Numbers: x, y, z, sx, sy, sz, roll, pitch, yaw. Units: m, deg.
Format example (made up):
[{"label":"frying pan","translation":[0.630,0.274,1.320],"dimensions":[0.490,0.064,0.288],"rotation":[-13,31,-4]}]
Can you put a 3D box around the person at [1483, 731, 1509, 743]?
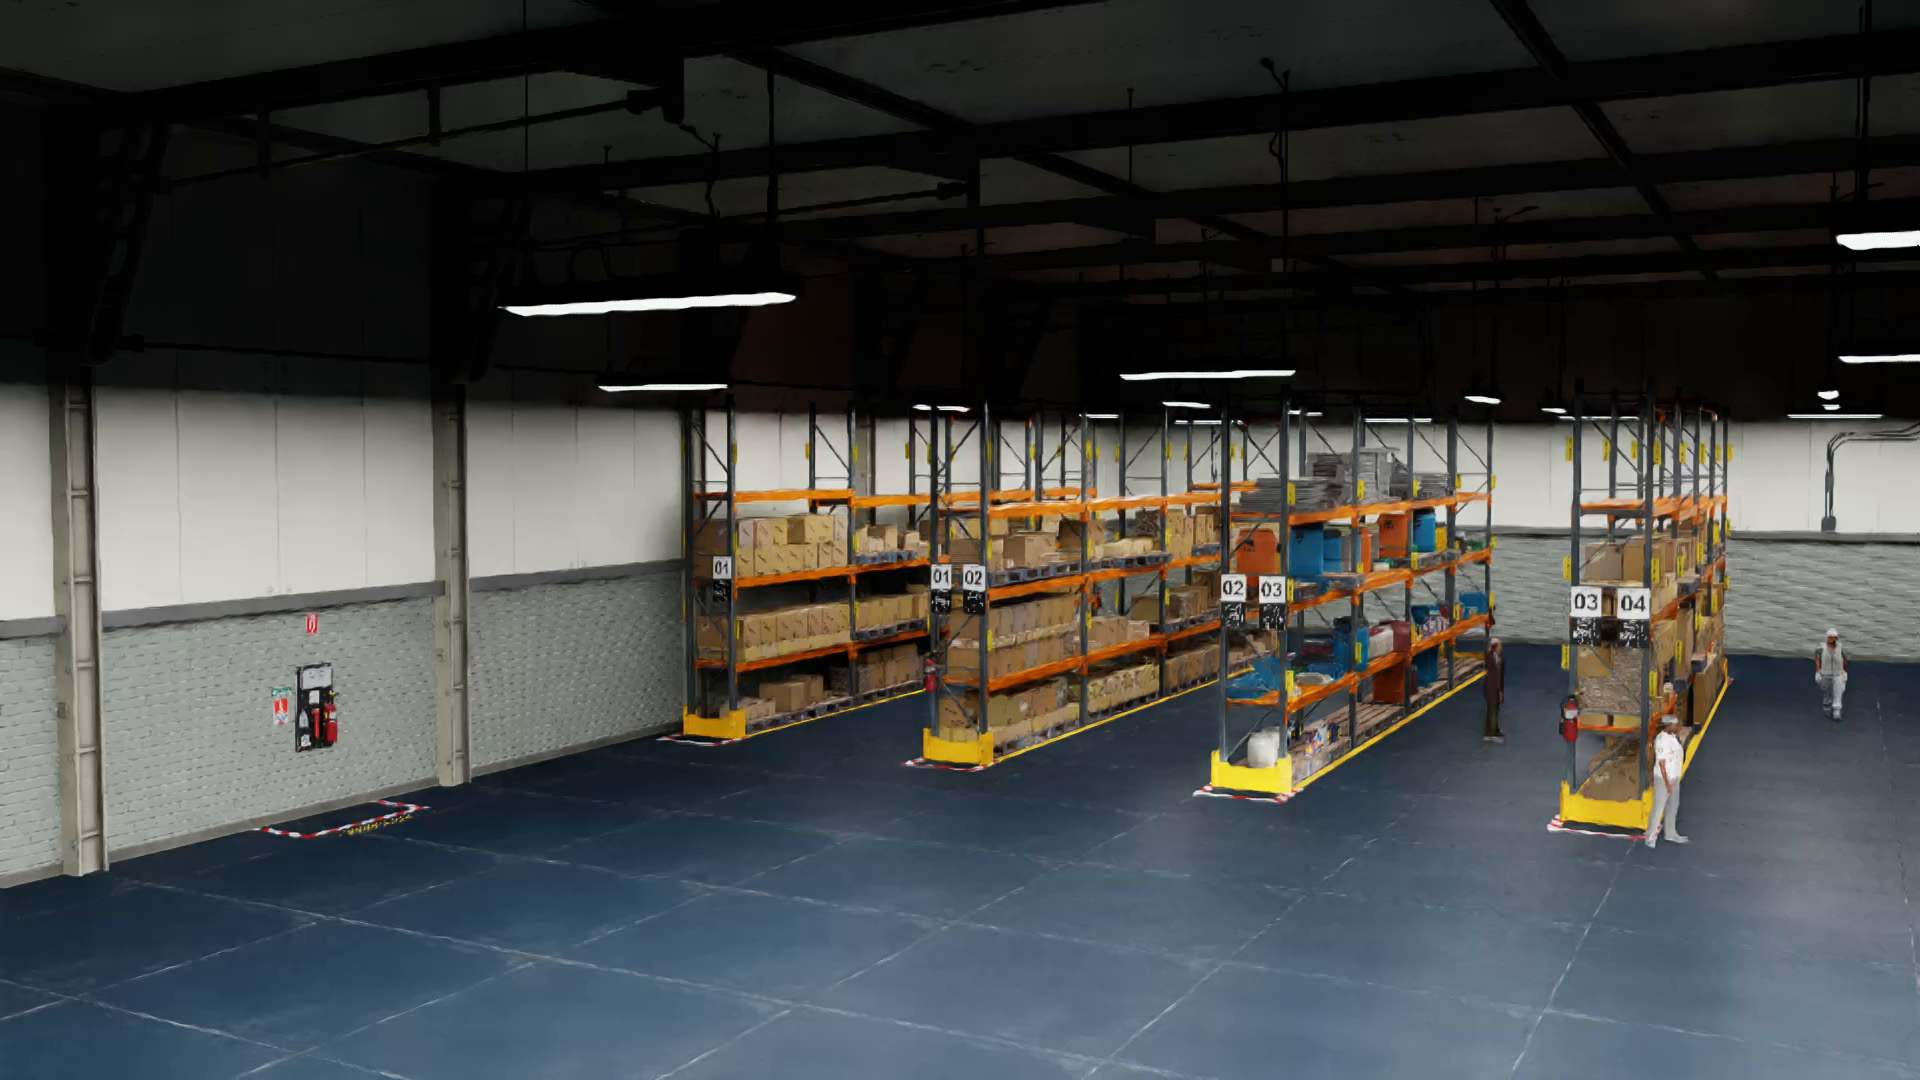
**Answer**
[{"label":"person","translation":[9.304,3.398,28.771],"dimensions":[0.522,0.151,0.554],"rotation":[0,3,0]}]

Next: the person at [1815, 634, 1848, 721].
[{"label":"person","translation":[16.294,2.519,31.106],"dimensions":[0.553,1.661,1.123],"rotation":[2,3,30]}]

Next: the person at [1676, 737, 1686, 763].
[{"label":"person","translation":[9.156,2.747,21.214],"dimensions":[0.169,0.500,0.208],"rotation":[-3,4,-42]}]

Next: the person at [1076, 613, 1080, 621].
[{"label":"person","translation":[2.807,1.949,37.624],"dimensions":[0.451,0.604,0.340],"rotation":[2,3,27]}]
